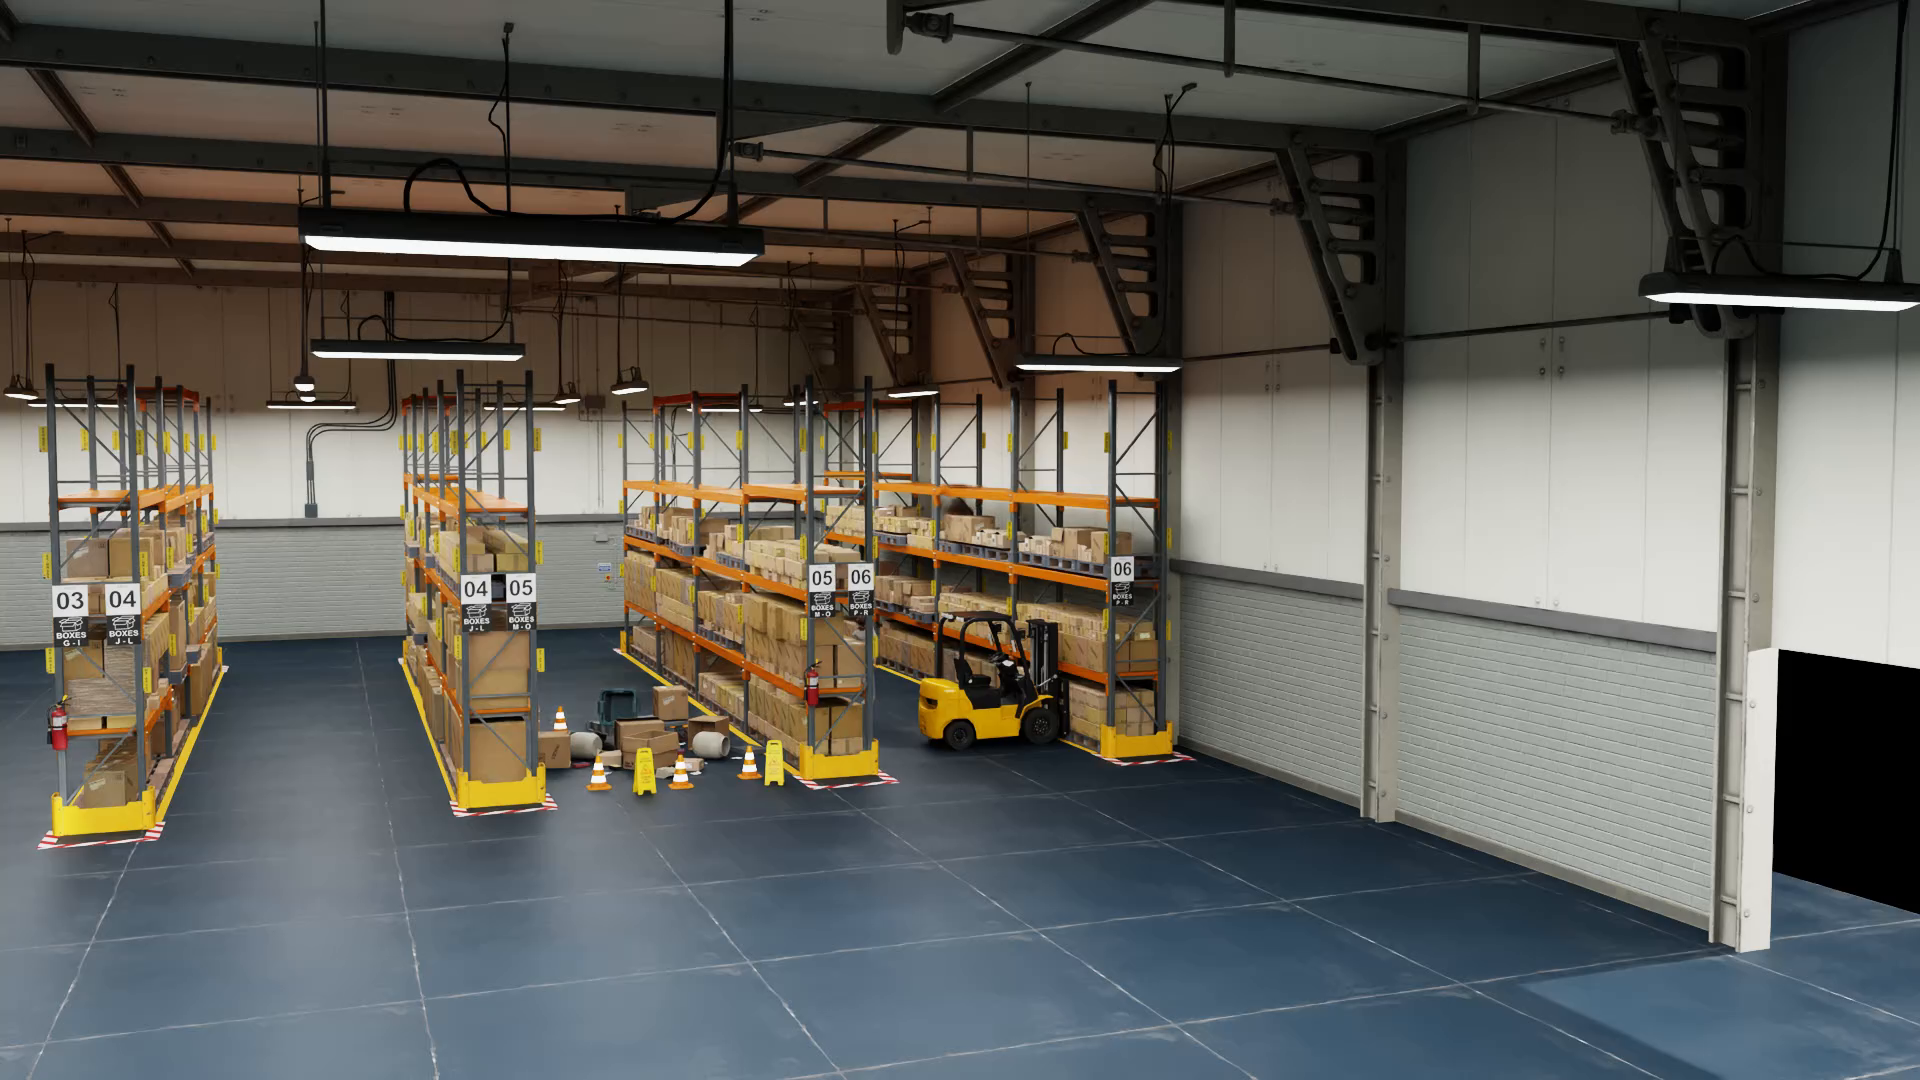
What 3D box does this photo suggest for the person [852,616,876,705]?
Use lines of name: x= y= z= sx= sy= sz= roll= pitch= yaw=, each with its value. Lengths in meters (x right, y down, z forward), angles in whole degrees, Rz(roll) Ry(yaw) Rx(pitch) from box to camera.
person: x=-1.763 y=2.188 z=30.244 sx=0.429 sy=1.688 sz=0.676 roll=-2 pitch=4 yaw=-25
